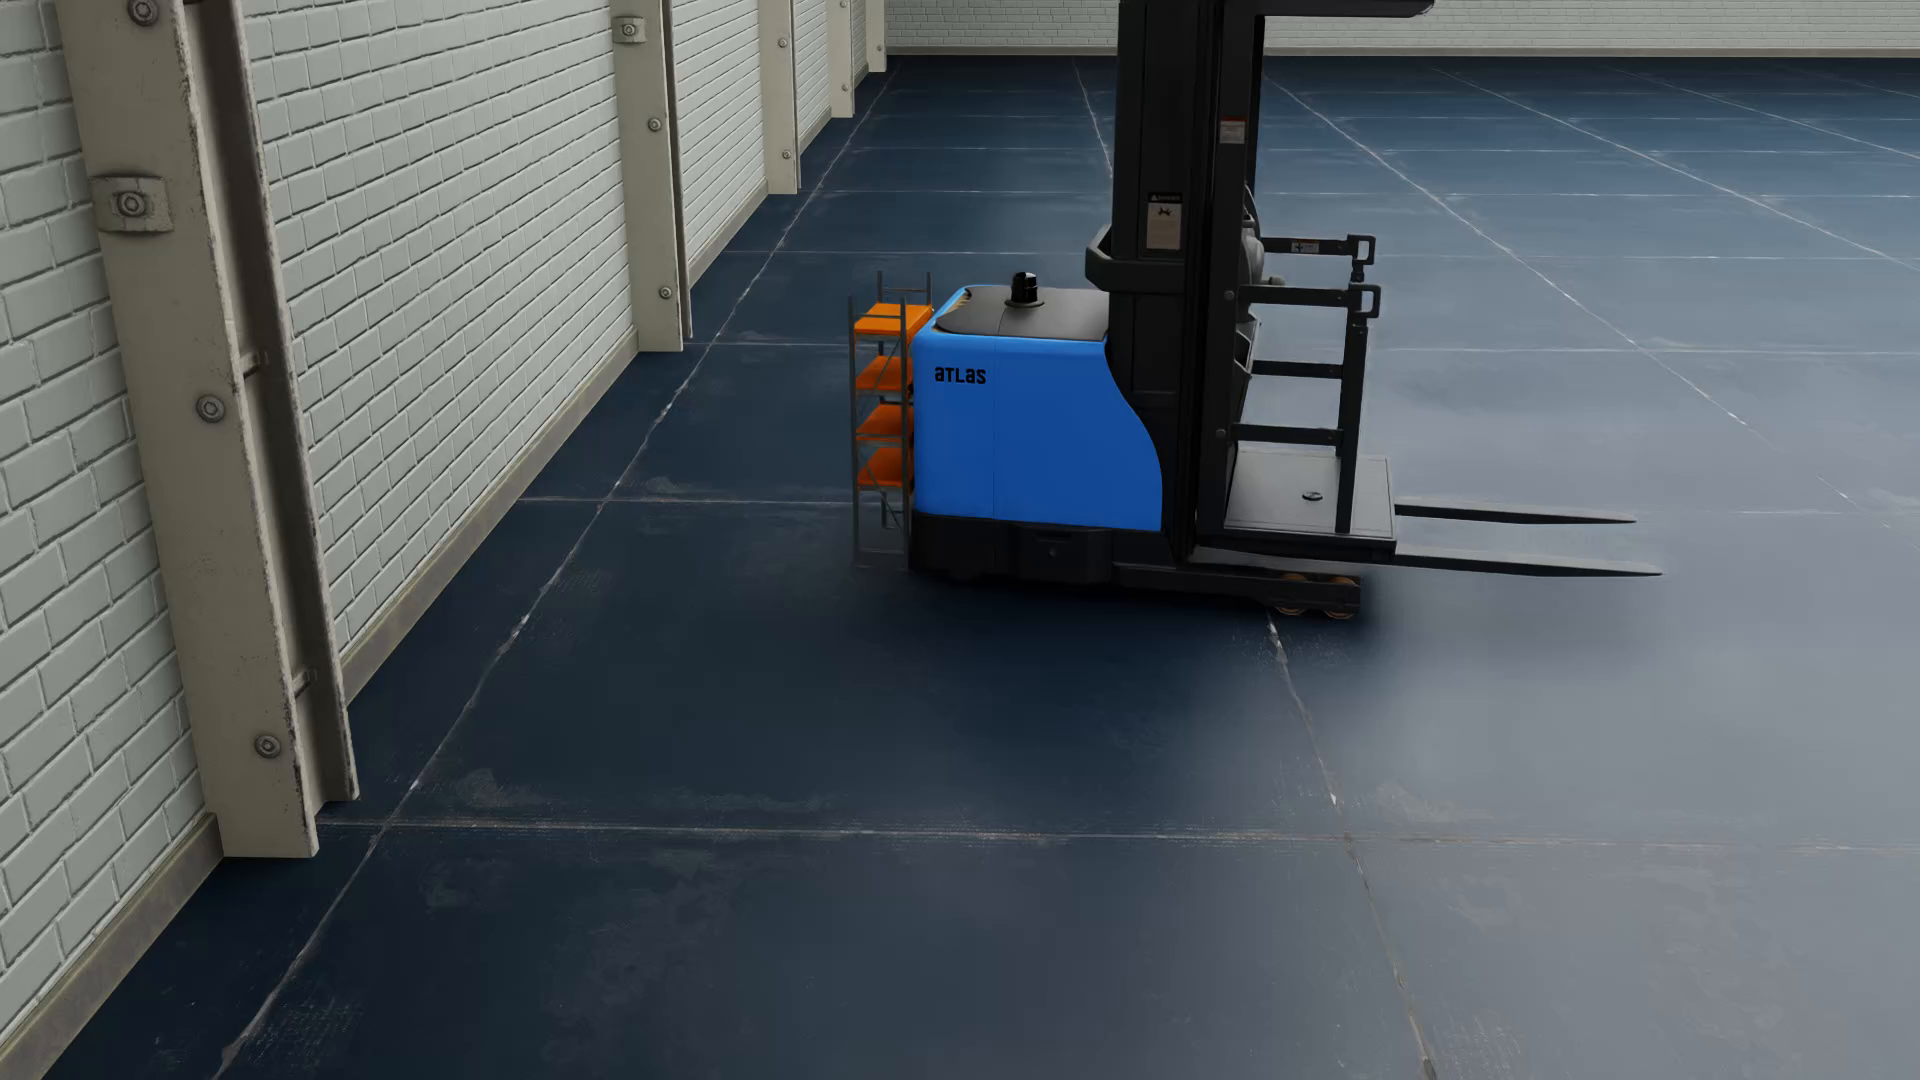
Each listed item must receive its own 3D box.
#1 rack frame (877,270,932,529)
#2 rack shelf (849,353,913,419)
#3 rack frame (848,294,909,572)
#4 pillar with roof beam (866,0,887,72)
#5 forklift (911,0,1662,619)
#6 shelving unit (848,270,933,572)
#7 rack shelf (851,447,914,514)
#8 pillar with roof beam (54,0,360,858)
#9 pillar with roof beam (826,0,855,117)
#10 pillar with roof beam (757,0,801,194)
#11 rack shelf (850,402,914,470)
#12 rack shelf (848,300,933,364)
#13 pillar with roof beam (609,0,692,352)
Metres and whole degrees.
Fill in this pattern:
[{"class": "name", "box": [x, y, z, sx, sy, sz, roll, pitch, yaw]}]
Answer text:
[{"class": "rack frame", "box": [-0.242, -0.607, 7.435, 0.240, 1.200, 0.015, 4, 22, 11]}, {"class": "rack shelf", "box": [-0.290, -0.666, 7.155, 0.258, 0.148, 0.480, 4, 22, 11]}, {"class": "rack frame", "box": [-0.339, -0.434, 6.989, 0.240, 1.200, 0.015, 4, 22, 11]}, {"class": "pillar with roof beam", "box": [2.920, -11.935, 25.849, 9.100, 9.000, 0.400, 1, 21, 2]}, {"class": "forklift", "box": [1.364, -1.257, 6.717, 3.031, 2.935, 1.130, 4, 22, 11]}, {"class": "shelving unit", "box": [-0.290, -0.521, 7.212, 0.258, 1.200, 0.503, 4, 22, 11]}, {"class": "rack shelf", "box": [-0.290, -0.273, 7.308, 0.258, 0.148, 0.480, 4, 22, 11]}, {"class": "pillar with roof beam", "box": [2.190, -3.258, 3.484, 9.100, 9.000, 0.400, 1, 21, 2]}, {"class": "pillar with roof beam", "box": [2.738, -9.766, 20.258, 9.100, 9.000, 0.400, 1, 21, 2]}, {"class": "pillar with roof beam", "box": [2.555, -7.596, 14.667, 9.100, 9.000, 0.400, 1, 21, 2]}, {"class": "rack shelf", "box": [-0.290, -0.458, 7.236, 0.258, 0.148, 0.480, 4, 22, 11]}, {"class": "rack shelf", "box": [-0.290, -0.887, 7.070, 0.258, 0.148, 0.480, 4, 22, 11]}, {"class": "pillar with roof beam", "box": [2.373, -5.427, 9.076, 9.100, 9.000, 0.400, 1, 21, 2]}]
